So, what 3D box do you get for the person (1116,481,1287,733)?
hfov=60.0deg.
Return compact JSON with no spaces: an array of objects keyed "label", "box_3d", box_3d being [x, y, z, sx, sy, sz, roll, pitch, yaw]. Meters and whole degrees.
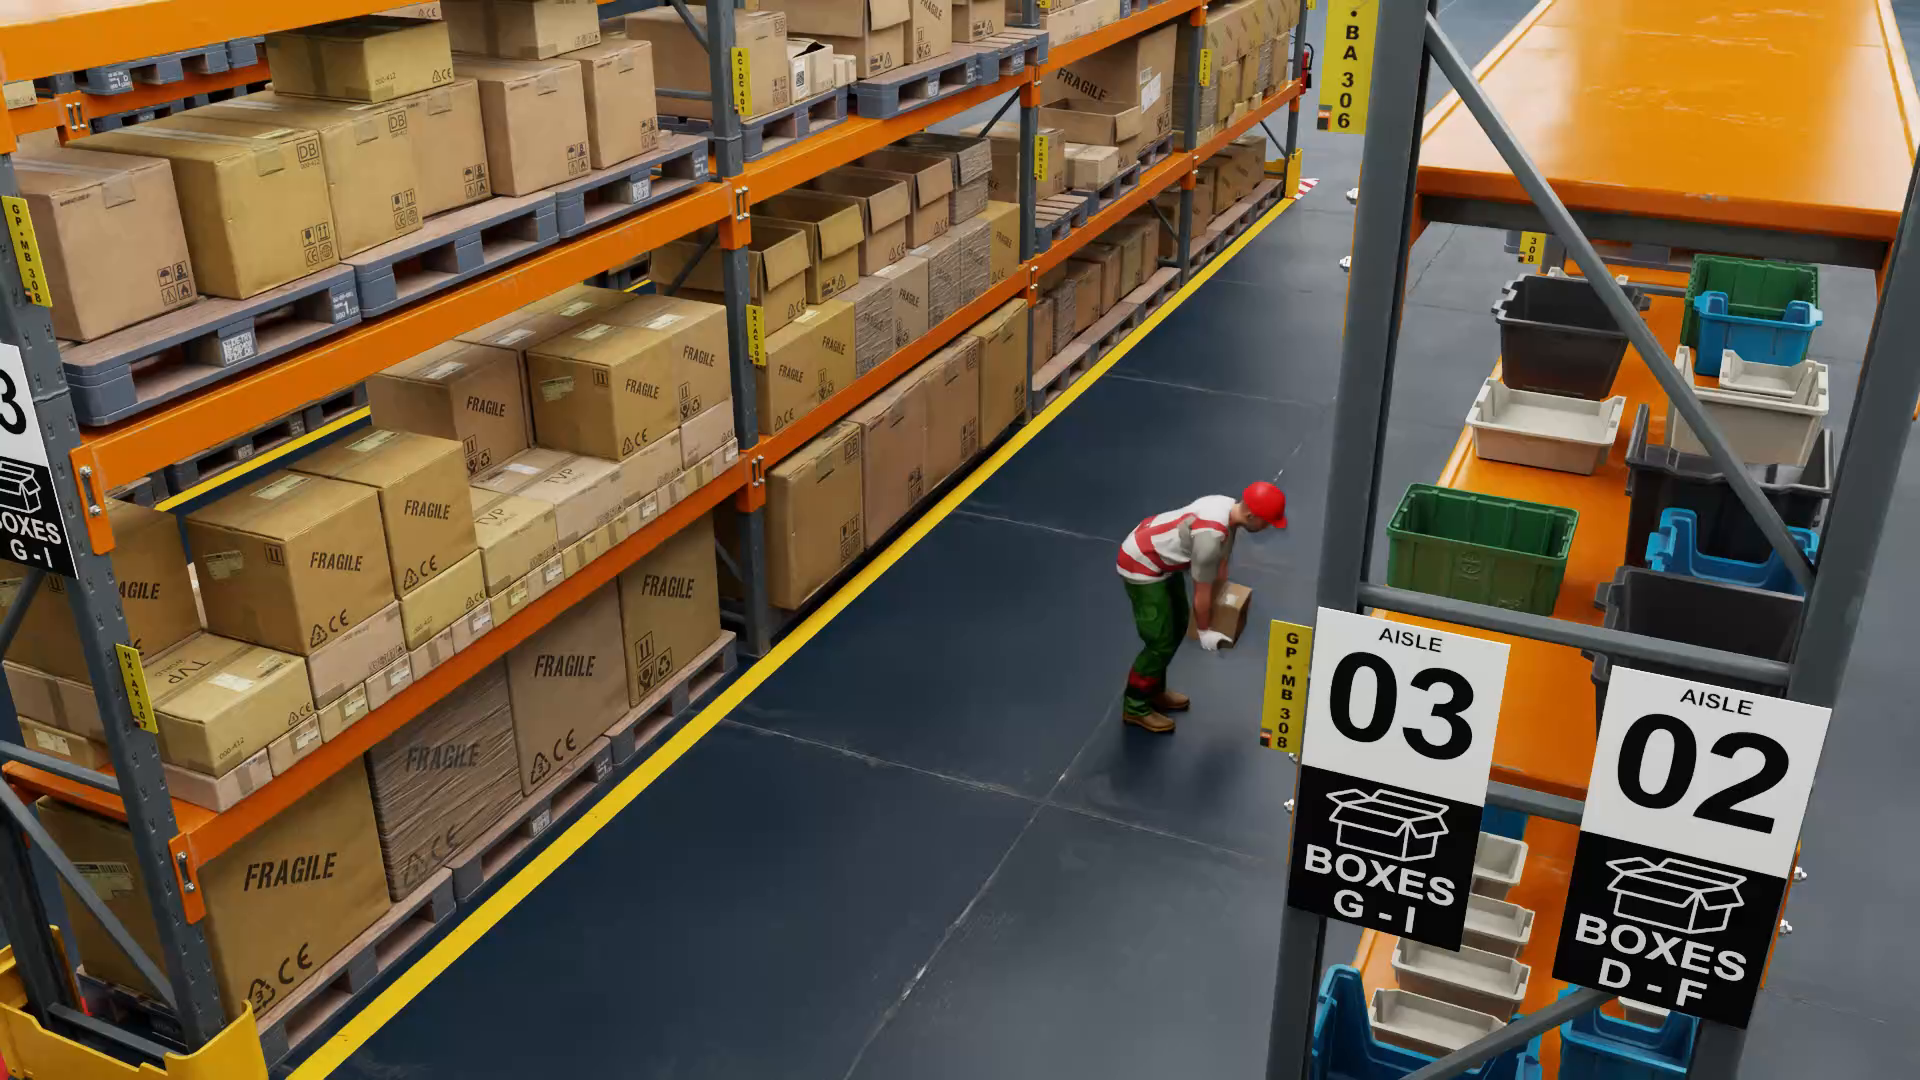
[{"label":"person","box_3d":[1.251,0.325,8.773,0.856,1.472,0.484,11,28,21]}]
